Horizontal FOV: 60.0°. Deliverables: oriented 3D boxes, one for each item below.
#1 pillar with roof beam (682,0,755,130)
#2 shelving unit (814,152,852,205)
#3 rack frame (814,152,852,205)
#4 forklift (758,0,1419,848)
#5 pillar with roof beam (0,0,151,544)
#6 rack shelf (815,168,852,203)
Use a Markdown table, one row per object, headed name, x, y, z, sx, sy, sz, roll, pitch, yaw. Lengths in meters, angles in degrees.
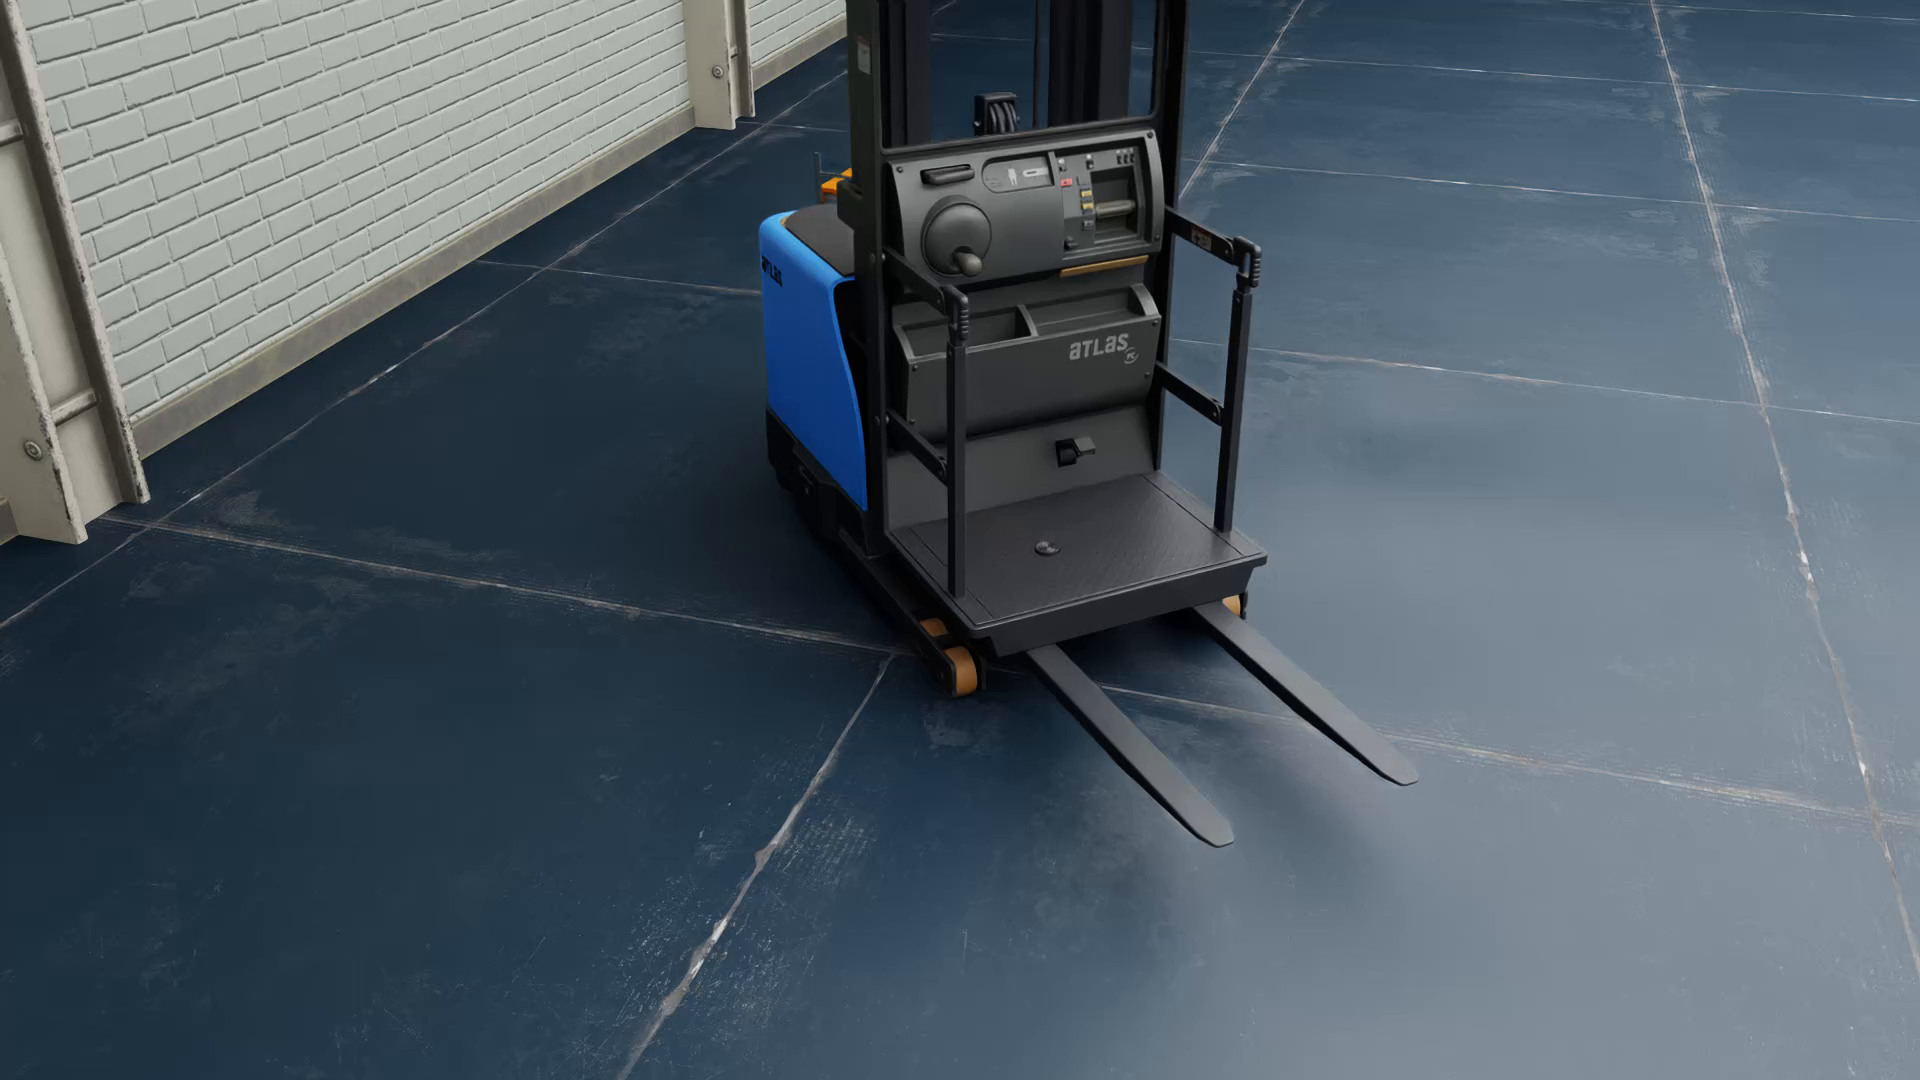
| name | x | y | z | sx | sy | sz | roll | pitch | yaw |
| --- | --- | --- | --- | --- | --- | --- | --- | --- | --- |
| pillar with roof beam | 2.489 | -6.203 | 8.144 | 9.100 | 9.000 | 0.400 | 8 | 30 | 15 |
| shelving unit | -0.361 | -1.080 | 6.956 | 0.258 | 1.200 | 0.503 | 12 | 31 | 20 |
| rack frame | -0.458 | -0.971 | 6.760 | 0.240 | 1.200 | 0.015 | 12 | 31 | 20 |
| forklift | 0.319 | -1.017 | 5.063 | 1.130 | 2.935 | 3.031 | -13 | 32 | -22 |
| pillar with roof beam | 0.727 | -3.415 | 3.132 | 9.100 | 9.000 | 0.400 | 8 | 30 | 15 |
| rack shelf | -0.361 | -1.423 | 6.765 | 0.258 | 0.148 | 0.480 | 12 | 31 | 20 |
